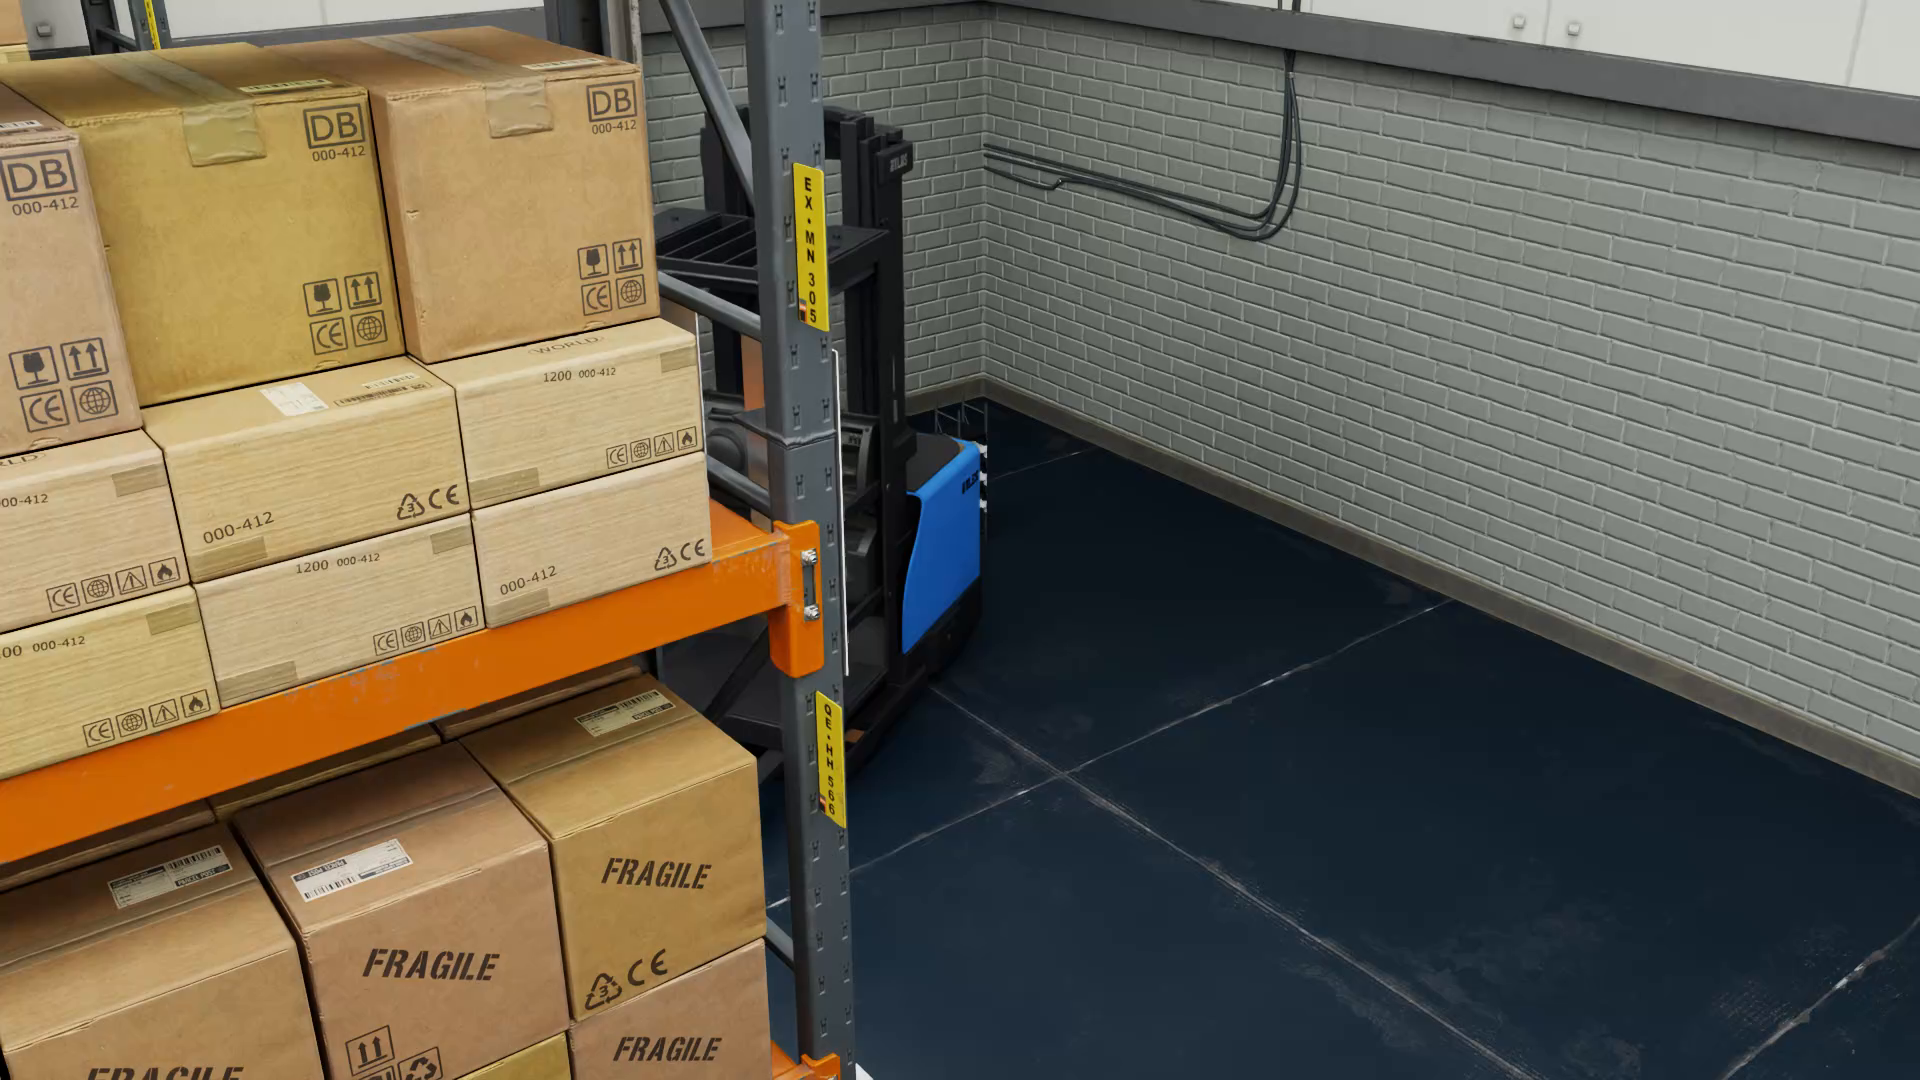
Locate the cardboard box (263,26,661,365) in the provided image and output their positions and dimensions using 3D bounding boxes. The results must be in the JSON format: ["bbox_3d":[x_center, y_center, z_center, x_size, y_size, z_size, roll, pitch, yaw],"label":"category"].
[{"bbox_3d":[-1.019,-0.732,3.395,0.500,0.500,0.700,-18,31,-34],"label":"cardboard box"}]

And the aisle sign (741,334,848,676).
[{"bbox_3d":[-0.382,-0.107,3.829,0.004,0.787,0.394,-18,31,-34],"label":"aisle sign"}]

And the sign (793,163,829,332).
[{"bbox_3d":[-0.298,-0.585,3.332,0.005,0.325,0.100,-18,31,-34],"label":"sign"}]

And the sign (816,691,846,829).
[{"bbox_3d":[-0.298,0.509,3.839,0.005,0.325,0.100,-18,31,-34],"label":"sign"}]

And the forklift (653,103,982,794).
[{"bbox_3d":[-0.921,-0.389,7.605,1.130,2.935,3.031,10,27,21],"label":"forklift"}]

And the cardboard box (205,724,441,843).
[{"bbox_3d":[-1.543,0.656,3.967,0.500,0.500,0.500,-18,30,-34],"label":"cardboard box"}]

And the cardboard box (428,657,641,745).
[{"bbox_3d":[-1.137,0.517,4.265,0.500,0.500,0.500,-17,30,-33],"label":"cardboard box"}]

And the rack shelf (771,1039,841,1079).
[{"bbox_3d":[-2.199,1.834,3.589,4.000,0.370,1.077,-18,31,-34],"label":"rack shelf"}]

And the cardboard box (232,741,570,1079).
[{"bbox_3d":[-1.202,0.828,3.597,0.500,0.500,0.500,-17,30,-33],"label":"cardboard box"}]

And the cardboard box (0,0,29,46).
[{"bbox_3d":[-4.092,-2.240,6.619,0.500,0.500,0.500,-18,31,-34],"label":"cardboard box"}]

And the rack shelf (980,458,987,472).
[{"bbox_3d":[0.006,-0.462,10.041,0.200,0.077,0.258,-18,31,-34],"label":"rack shelf"}]

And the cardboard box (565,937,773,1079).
[{"bbox_3d":[-0.809,1.150,4.091,0.500,0.500,0.500,-17,30,-32],"label":"cardboard box"}]

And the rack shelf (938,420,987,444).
[{"bbox_3d":[0.006,-0.625,9.965,0.200,0.077,0.258,-18,31,-34],"label":"rack shelf"}]

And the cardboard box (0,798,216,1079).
[{"bbox_3d":[-1.940,0.784,3.691,0.500,0.500,0.500,-18,30,-33],"label":"cardboard box"}]

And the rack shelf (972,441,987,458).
[{"bbox_3d":[0.006,-0.543,10.003,0.200,0.077,0.258,-18,31,-34],"label":"rack shelf"}]

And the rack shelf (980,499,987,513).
[{"bbox_3d":[0.006,-0.217,10.155,0.200,0.077,0.258,-18,31,-34],"label":"rack shelf"}]

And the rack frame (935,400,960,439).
[{"bbox_3d":[-0.074,-0.384,10.008,0.006,0.900,0.240,-18,31,-34],"label":"rack frame"}]

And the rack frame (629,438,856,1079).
[{"bbox_3d":[-0.625,0.988,4.557,0.127,3.000,1.000,-18,31,-34],"label":"rack frame"}]

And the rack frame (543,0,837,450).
[{"bbox_3d":[-0.625,-1.733,3.294,0.127,3.000,1.000,-18,31,-34],"label":"rack frame"}]

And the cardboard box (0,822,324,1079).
[{"bbox_3d":[-1.607,0.964,3.303,0.500,0.500,0.500,-17,30,-33],"label":"cardboard box"}]

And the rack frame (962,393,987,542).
[{"bbox_3d":[0.086,-0.437,10.122,0.006,0.900,0.240,-18,31,-34],"label":"rack frame"}]

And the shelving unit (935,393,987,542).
[{"bbox_3d":[0.006,-0.410,10.065,0.210,0.900,0.258,-18,31,-34],"label":"shelving unit"}]

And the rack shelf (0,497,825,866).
[{"bbox_3d":[-2.199,0.474,2.958,4.000,0.370,1.077,-18,31,-34],"label":"rack shelf"}]

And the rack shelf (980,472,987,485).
[{"bbox_3d":[0.006,-0.380,10.079,0.200,0.077,0.258,-18,31,-34],"label":"rack shelf"}]

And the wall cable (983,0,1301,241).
[{"bbox_3d":[0.987,-3.315,10.392,0.112,2.526,3.097,-18,31,-34],"label":"wall cable"}]

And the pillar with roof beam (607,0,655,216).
[{"bbox_3d":[0.563,-2.935,5.884,0.400,9.000,9.100,-18,31,-34],"label":"pillar with roof beam"}]

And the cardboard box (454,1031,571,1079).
[{"bbox_3d":[-1.215,1.286,3.798,0.500,0.500,0.500,-18,30,-34],"label":"cardboard box"}]

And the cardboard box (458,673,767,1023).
[{"bbox_3d":[-0.805,0.696,3.880,0.500,0.500,0.500,-19,31,-34],"label":"cardboard box"}]

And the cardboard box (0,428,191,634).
[{"bbox_3d":[-1.661,-0.054,2.825,0.500,0.250,0.500,-18,31,-34],"label":"cardboard box"}]

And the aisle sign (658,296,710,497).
[{"bbox_3d":[-0.752,-0.306,4.258,0.004,0.787,0.394,-18,31,-34],"label":"aisle sign"}]

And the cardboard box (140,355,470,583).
[{"bbox_3d":[-1.265,-0.183,3.102,0.500,0.250,0.500,-18,31,-34],"label":"cardboard box"}]

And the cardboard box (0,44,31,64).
[{"bbox_3d":[-4.097,-1.902,6.782,0.500,0.250,0.500,-17,30,-33],"label":"cardboard box"}]

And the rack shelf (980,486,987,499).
[{"bbox_3d":[0.006,-0.298,10.117,0.200,0.077,0.258,-18,31,-34],"label":"rack shelf"}]

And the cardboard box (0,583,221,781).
[{"bbox_3d":[-1.652,0.177,2.920,0.500,0.250,0.500,-18,31,-34],"label":"cardboard box"}]

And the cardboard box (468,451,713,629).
[{"bbox_3d":[-0.866,-0.083,3.481,0.500,0.250,0.500,-18,31,-34],"label":"cardboard box"}]

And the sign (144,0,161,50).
[{"bbox_3d":[-3.361,-2.195,6.895,0.005,0.325,0.100,-18,31,-34],"label":"sign"}]

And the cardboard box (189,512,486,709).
[{"bbox_3d":[-1.267,0.043,3.209,0.500,0.250,0.500,-18,31,-34],"label":"cardboard box"}]

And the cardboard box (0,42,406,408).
[{"bbox_3d":[-1.465,-0.630,3.175,0.500,0.500,0.700,-18,31,-34],"label":"cardboard box"}]

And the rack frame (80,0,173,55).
[{"bbox_3d":[-3.684,-3.373,6.828,0.127,3.000,1.000,-18,31,-34],"label":"rack frame"}]

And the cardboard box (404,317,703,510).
[{"bbox_3d":[-0.872,-0.313,3.382,0.500,0.250,0.500,-18,31,-34],"label":"cardboard box"}]

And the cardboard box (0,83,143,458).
[{"bbox_3d":[-1.792,-0.465,2.819,0.500,0.500,0.700,-18,31,-34],"label":"cardboard box"}]
